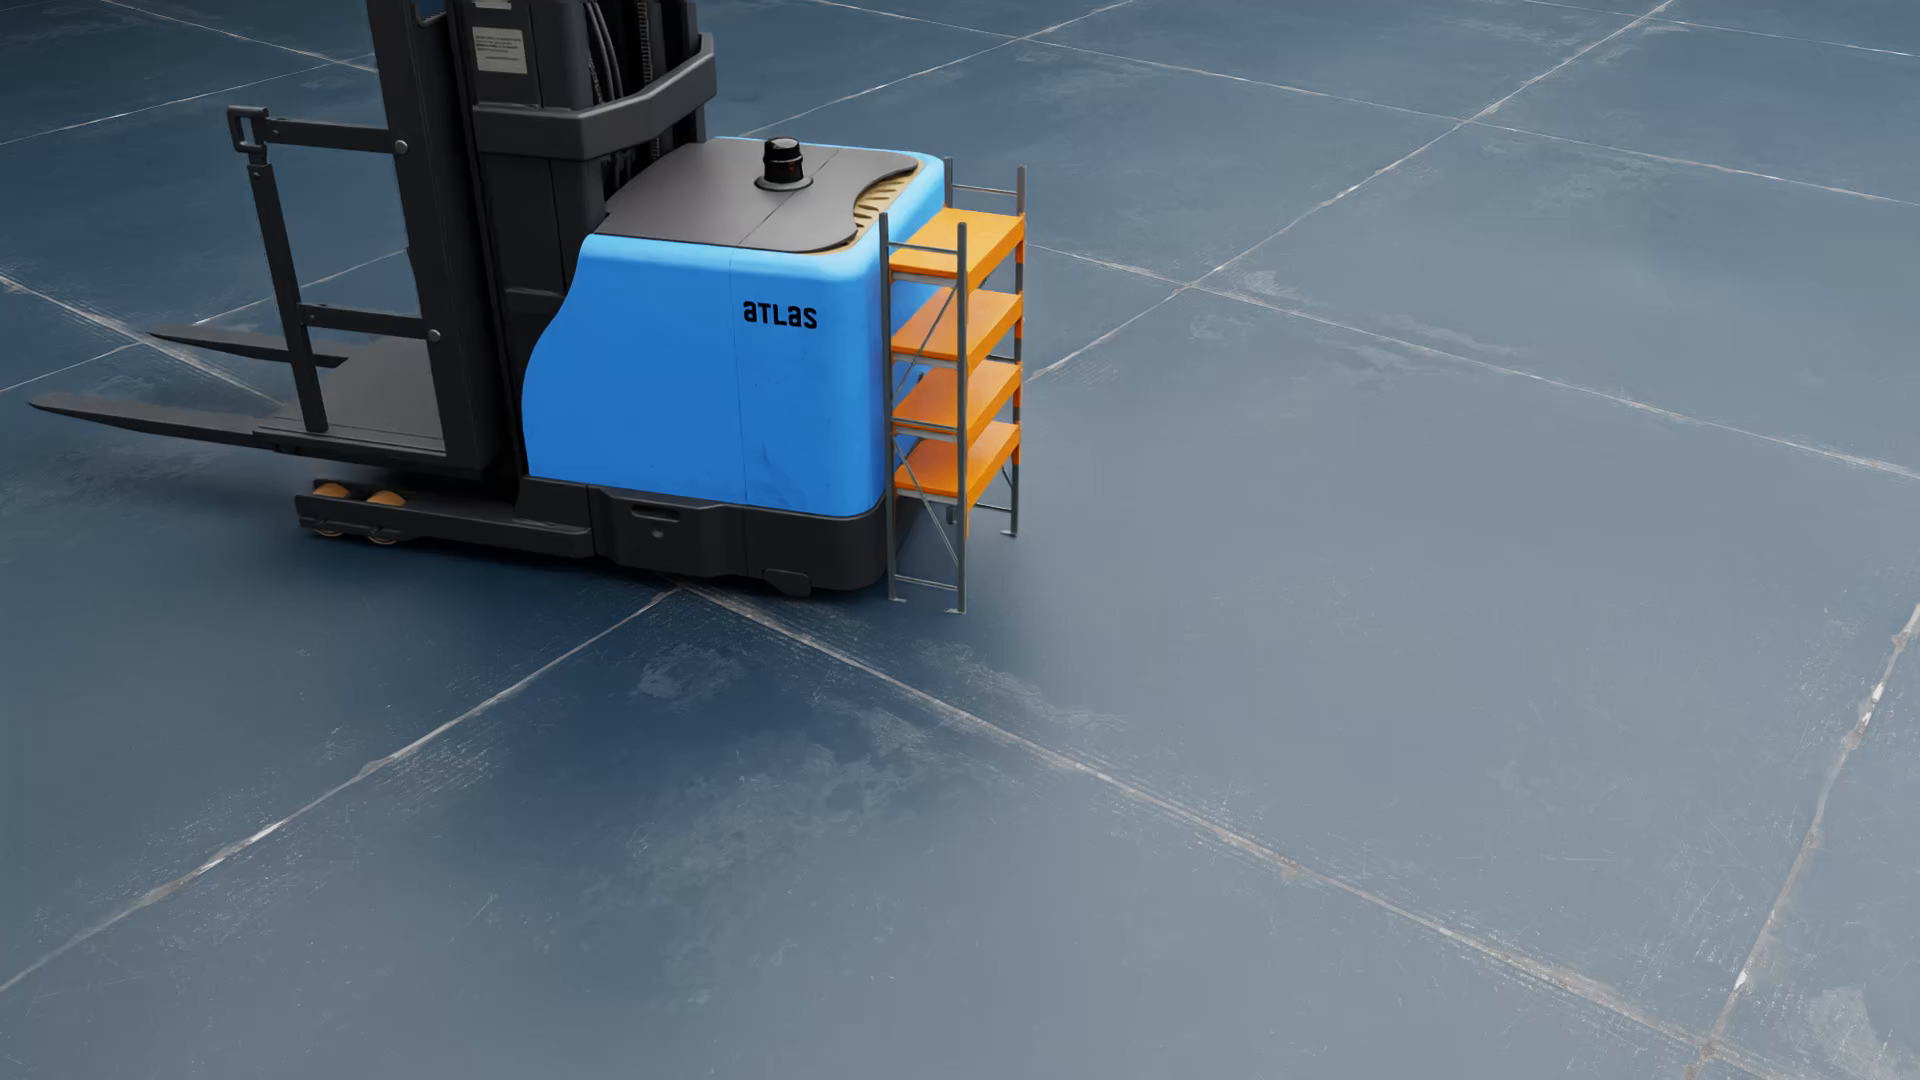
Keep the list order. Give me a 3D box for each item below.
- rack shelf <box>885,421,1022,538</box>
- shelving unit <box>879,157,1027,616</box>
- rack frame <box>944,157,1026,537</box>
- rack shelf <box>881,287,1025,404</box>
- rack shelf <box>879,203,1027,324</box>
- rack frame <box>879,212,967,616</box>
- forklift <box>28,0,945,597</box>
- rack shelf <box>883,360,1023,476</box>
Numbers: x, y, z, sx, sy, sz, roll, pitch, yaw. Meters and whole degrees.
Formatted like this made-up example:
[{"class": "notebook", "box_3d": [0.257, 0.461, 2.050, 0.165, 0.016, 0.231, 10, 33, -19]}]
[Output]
[{"class": "rack shelf", "box_3d": [-0.013, -0.206, 4.942, 0.258, 0.148, 0.480, 11, 32, 17]}, {"class": "shelving unit", "box_3d": [-0.013, -0.435, 4.806, 0.258, 1.200, 0.503, 11, 32, 17]}, {"class": "rack frame", "box_3d": [0.071, -0.552, 5.003, 0.240, 1.200, 0.015, 11, 32, 17]}, {"class": "rack shelf", "box_3d": [-0.013, -0.569, 4.726, 0.258, 0.148, 0.480, 11, 32, 17]}, {"class": "rack shelf", "box_3d": [-0.013, -0.773, 4.606, 0.258, 0.148, 0.480, 11, 32, 17]}, {"class": "rack frame", "box_3d": [-0.097, -0.318, 4.609, 0.240, 1.200, 0.015, 11, 32, 17]}, {"class": "forklift", "box_3d": [-1.590, -1.496, 4.900, 3.031, 2.935, 1.130, 8, 32, 13]}, {"class": "rack shelf", "box_3d": [-0.013, -0.377, 4.840, 0.258, 0.148, 0.480, 11, 32, 17]}]
